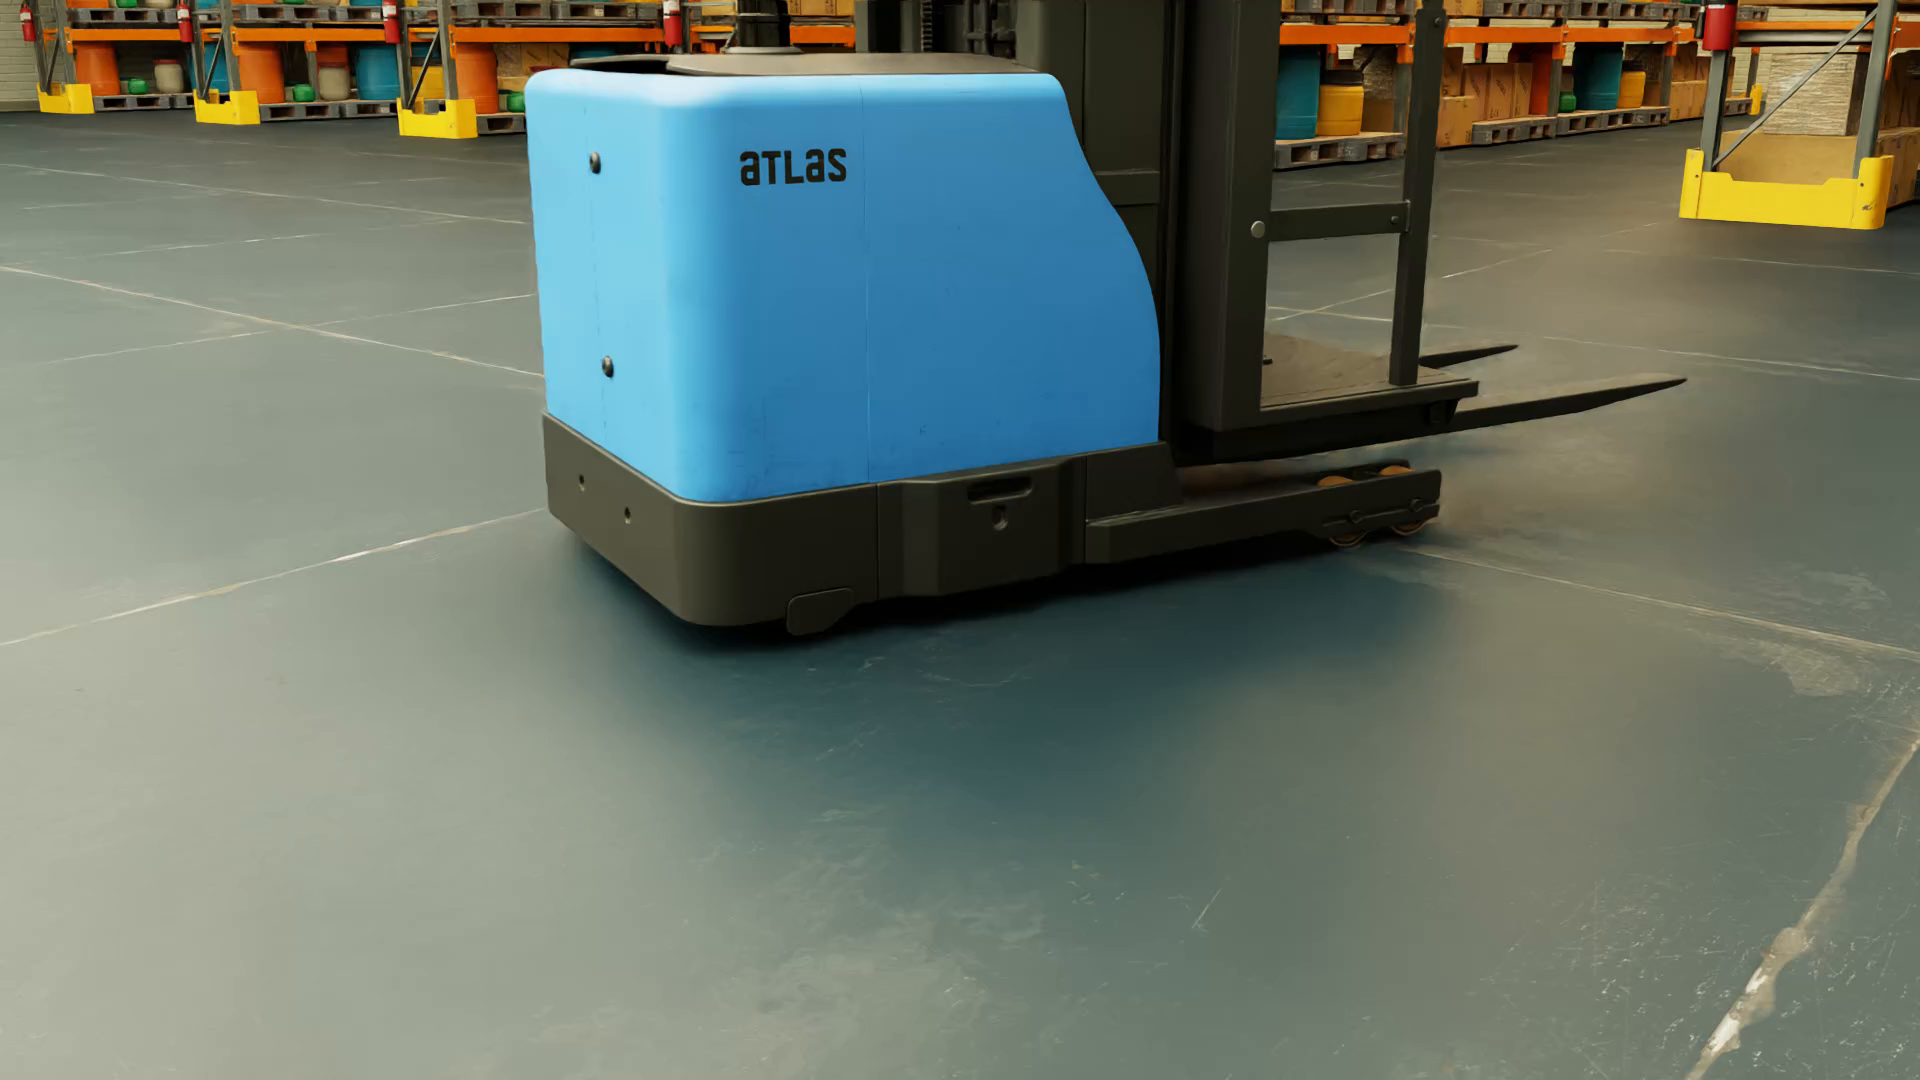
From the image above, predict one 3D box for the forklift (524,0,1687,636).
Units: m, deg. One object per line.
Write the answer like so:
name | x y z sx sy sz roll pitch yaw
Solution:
forklift | 0.563 -1.508 3.864 3.031 2.935 1.130 -9 19 -28
